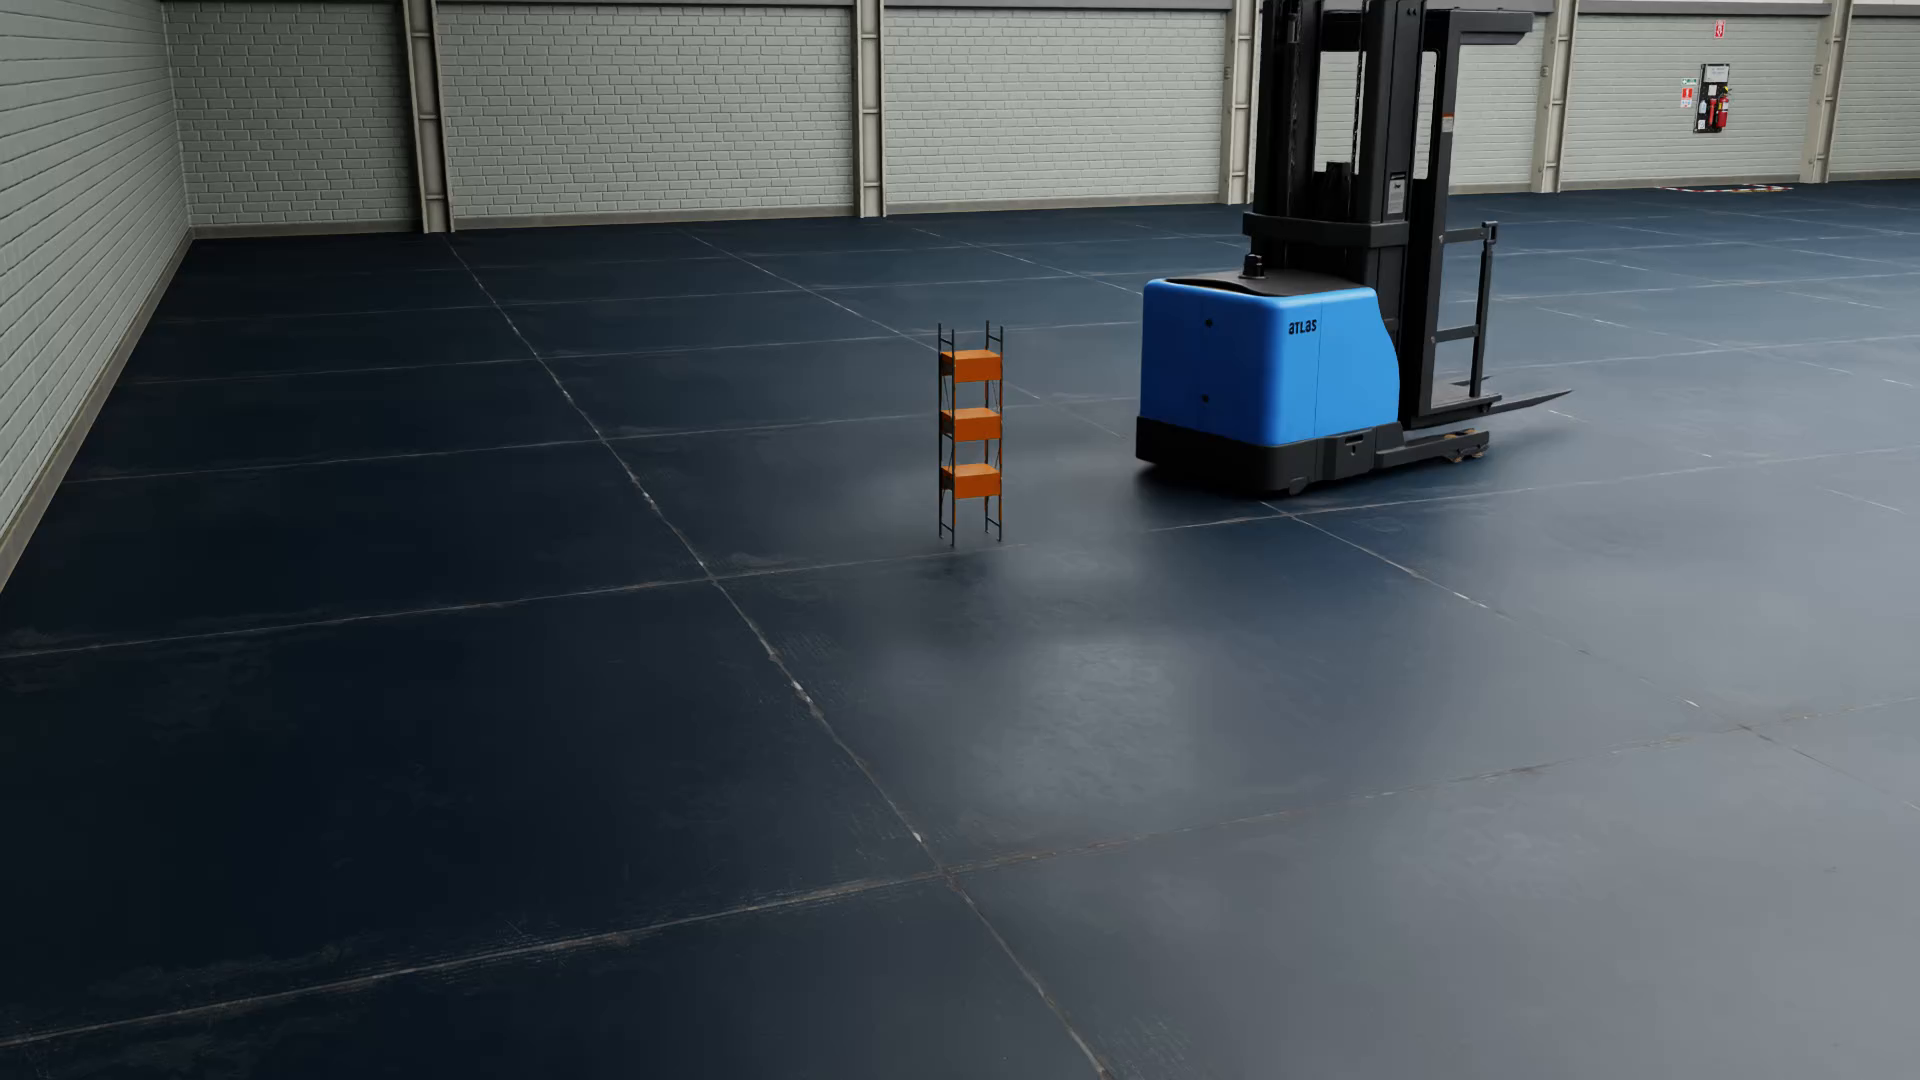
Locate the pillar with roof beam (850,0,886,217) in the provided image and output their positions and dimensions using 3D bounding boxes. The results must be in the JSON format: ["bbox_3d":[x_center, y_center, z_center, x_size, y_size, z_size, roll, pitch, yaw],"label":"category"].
[{"bbox_3d":[0.241,-7.873,18.937,0.400,9.000,9.100,-6,17,-20],"label":"pillar with roof beam"}]

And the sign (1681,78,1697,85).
[{"bbox_3d":[12.641,-7.944,28.822,0.331,0.109,0.001,-6,17,-20],"label":"sign"}]

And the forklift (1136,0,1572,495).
[{"bbox_3d":[2.477,-1.957,9.561,3.031,2.935,1.130,-12,20,-36],"label":"forklift"}]

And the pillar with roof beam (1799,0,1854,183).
[{"bbox_3d":[17.049,-9.688,25.117,0.400,9.000,9.100,-6,17,-20],"label":"pillar with roof beam"}]

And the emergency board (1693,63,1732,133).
[{"bbox_3d":[13.187,-7.703,29.005,0.643,1.169,0.194,-6,17,-20],"label":"emergency board"}]

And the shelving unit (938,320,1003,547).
[{"bbox_3d":[0.050,-0.509,7.969,0.252,1.050,0.215,-6,17,-20],"label":"shelving unit"}]

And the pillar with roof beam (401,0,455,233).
[{"bbox_3d":[-5.362,-7.268,16.877,0.400,9.000,9.100,-6,17,-20],"label":"pillar with roof beam"}]

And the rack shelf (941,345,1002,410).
[{"bbox_3d":[0.050,-0.771,7.892,0.240,0.259,0.215,-6,17,-20],"label":"rack shelf"}]

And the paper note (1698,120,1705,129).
[{"bbox_3d":[12.997,-7.280,29.130,0.142,0.148,0.016,-6,17,-20],"label":"paper note"}]

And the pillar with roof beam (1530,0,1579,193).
[{"bbox_3d":[11.446,-9.083,23.057,0.400,9.000,9.100,-6,17,-20],"label":"pillar with roof beam"}]

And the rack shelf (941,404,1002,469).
[{"bbox_3d":[0.050,-0.499,7.972,0.240,0.259,0.215,-6,17,-20],"label":"rack shelf"}]

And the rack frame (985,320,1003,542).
[{"bbox_3d":[0.164,-0.521,8.011,0.008,1.050,0.200,-6,17,-20],"label":"rack frame"}]

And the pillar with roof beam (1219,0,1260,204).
[{"bbox_3d":[5.843,-8.478,20.997,0.400,9.000,9.100,-6,17,-20],"label":"pillar with roof beam"}]

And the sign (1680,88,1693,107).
[{"bbox_3d":[12.634,-7.691,28.903,0.234,0.329,0.001,-6,17,-20],"label":"sign"}]

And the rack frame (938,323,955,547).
[{"bbox_3d":[-0.064,-0.497,7.927,0.008,1.050,0.200,-6,17,-20],"label":"rack frame"}]

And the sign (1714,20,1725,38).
[{"bbox_3d":[13.144,-8.840,28.765,0.199,0.298,0.001,-6,17,-20],"label":"sign"}]

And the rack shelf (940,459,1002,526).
[{"bbox_3d":[0.050,-0.232,8.050,0.240,0.259,0.215,-6,17,-20],"label":"rack shelf"}]
